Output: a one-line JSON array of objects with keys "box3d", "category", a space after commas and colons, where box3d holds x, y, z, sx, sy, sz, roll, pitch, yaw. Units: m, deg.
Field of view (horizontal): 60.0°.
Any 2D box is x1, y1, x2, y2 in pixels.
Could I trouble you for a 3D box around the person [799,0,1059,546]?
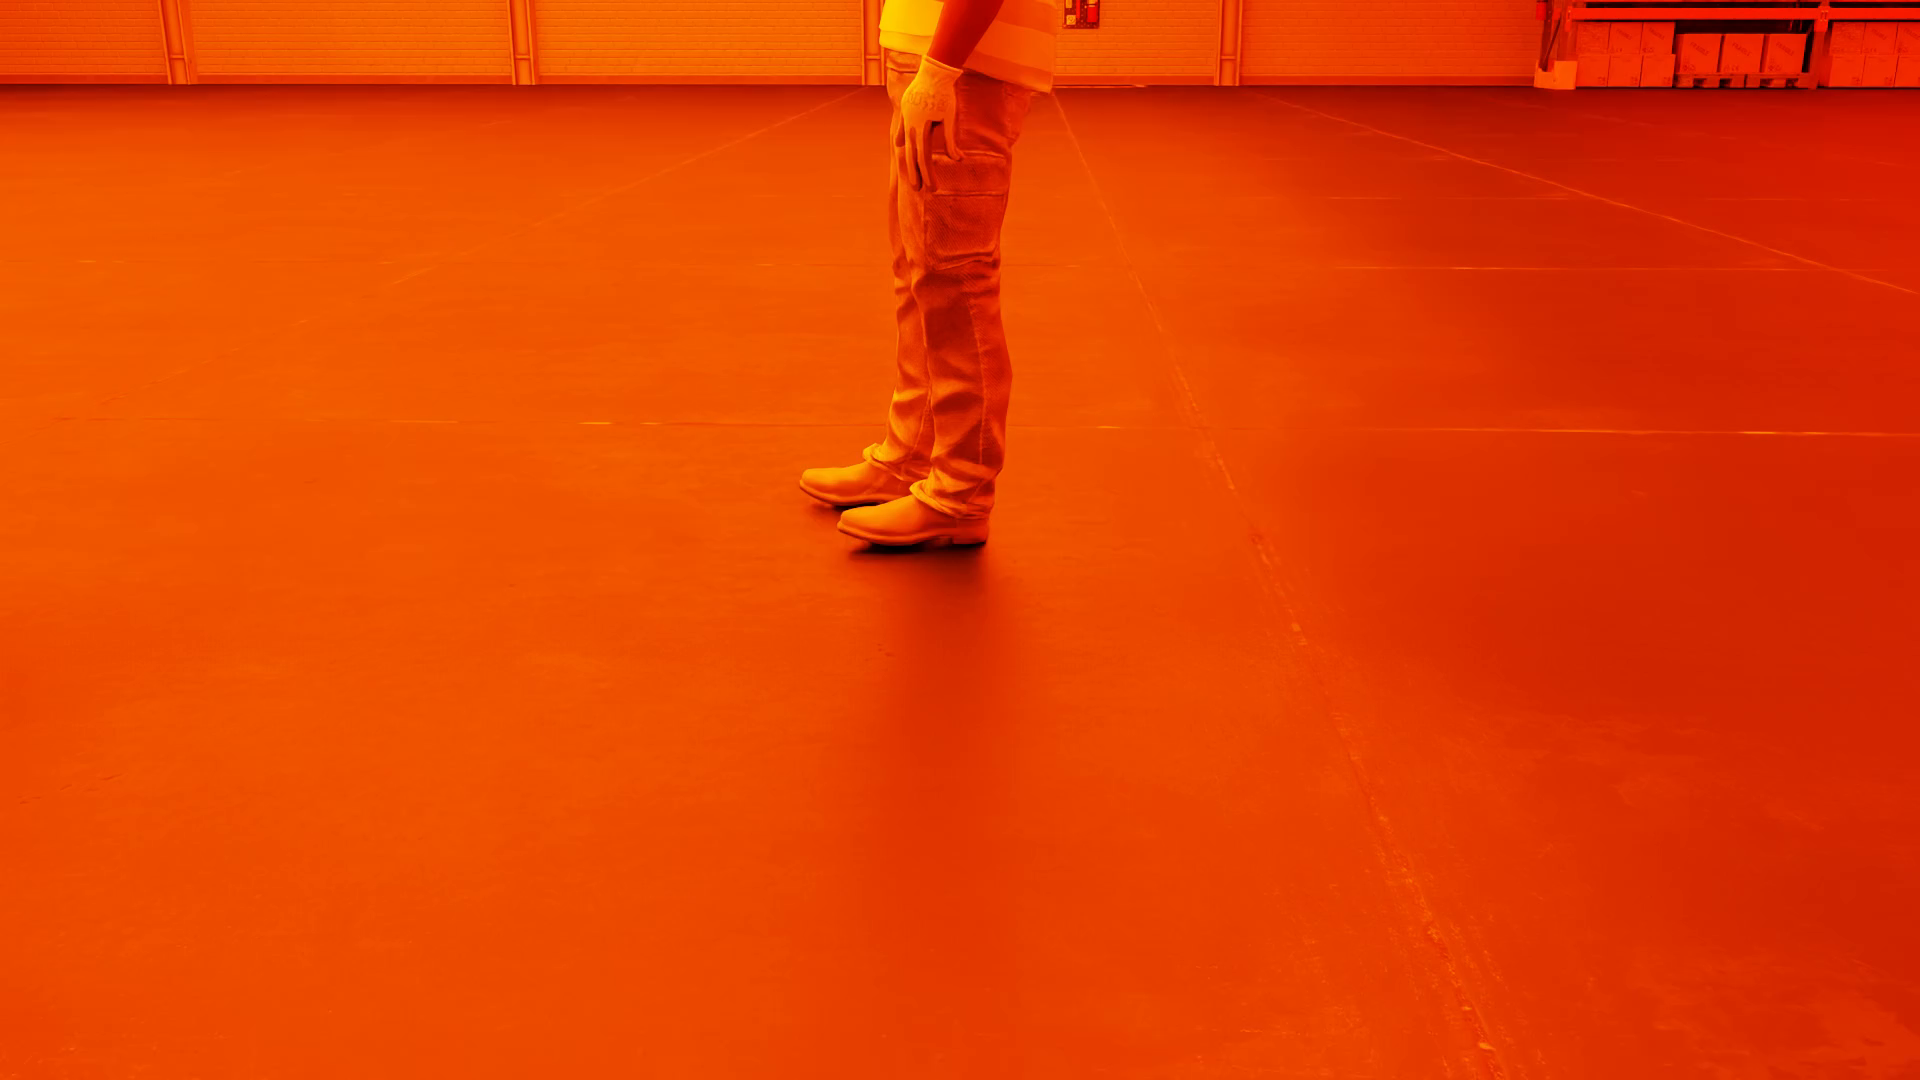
[{"box3d": [-0.071, -0.862, 3.116, 0.577, 1.782, 0.656, 1, 17, 2], "category": "person"}]
